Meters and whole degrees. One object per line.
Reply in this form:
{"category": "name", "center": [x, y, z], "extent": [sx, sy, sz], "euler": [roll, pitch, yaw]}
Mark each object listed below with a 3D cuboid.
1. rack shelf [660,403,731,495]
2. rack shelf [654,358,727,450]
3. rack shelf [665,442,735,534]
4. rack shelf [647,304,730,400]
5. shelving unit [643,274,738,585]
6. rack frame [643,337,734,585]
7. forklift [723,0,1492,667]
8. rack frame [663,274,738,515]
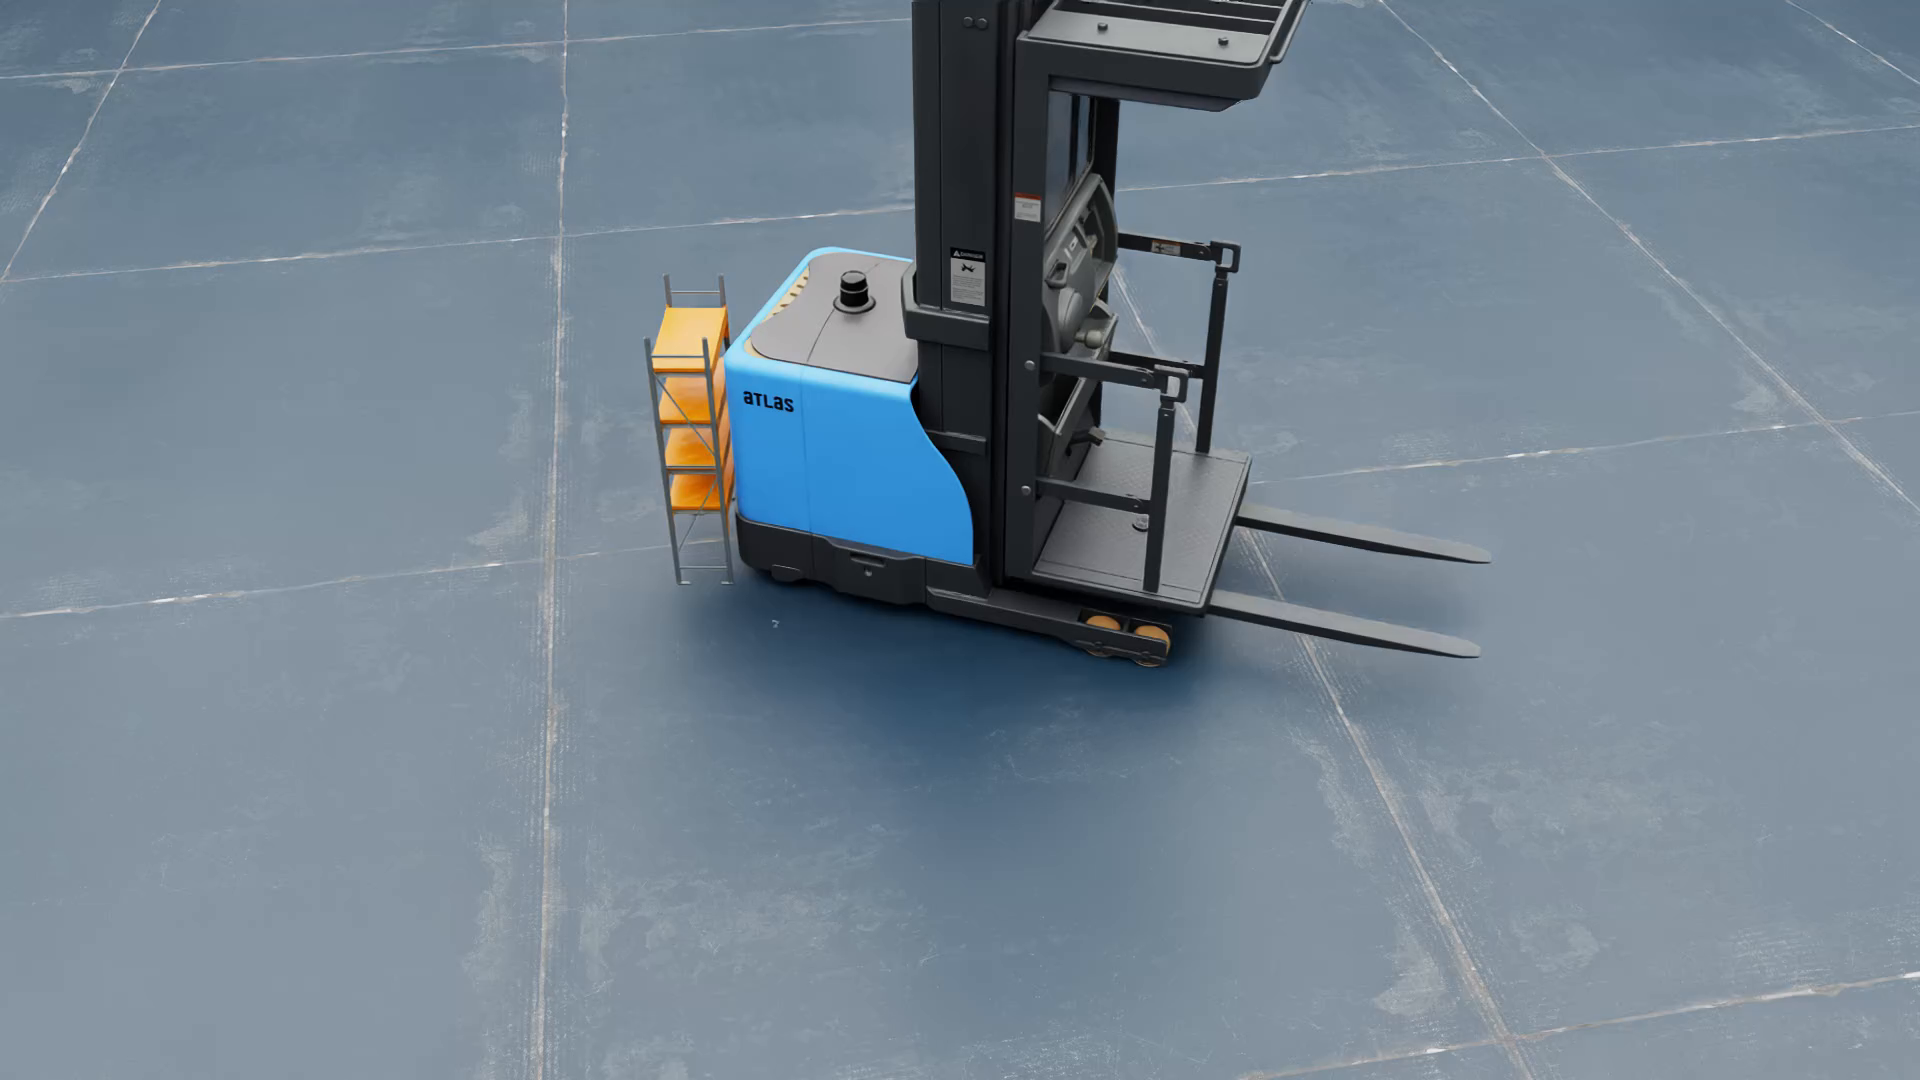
{"category": "rack shelf", "center": [-1.072, -0.386, 6.879], "extent": [0.258, 0.148, 0.480], "euler": [0, 38, 0]}
{"category": "rack shelf", "center": [-1.072, -0.563, 6.742], "extent": [0.258, 0.148, 0.480], "euler": [0, 38, 0]}
{"category": "rack shelf", "center": [-1.072, -0.230, 7.001], "extent": [0.258, 0.148, 0.480], "euler": [0, 38, 0]}
{"category": "rack shelf", "center": [-1.072, -0.750, 6.597], "extent": [0.258, 0.148, 0.480], "euler": [0, 38, 0]}
{"category": "shelving unit", "center": [-1.072, -0.440, 6.838], "extent": [0.258, 1.200, 0.503], "euler": [0, 38, 0]}
{"category": "rack frame", "center": [-1.074, -0.290, 6.645], "extent": [0.240, 1.200, 0.015], "euler": [0, 38, 0]}
{"category": "forklift", "center": [0.639, -1.021, 6.175], "extent": [3.031, 2.935, 1.130], "euler": [11, 39, 14]}
{"category": "rack frame", "center": [-1.069, -0.589, 7.030], "extent": [0.240, 1.200, 0.015], "euler": [0, 38, 0]}
